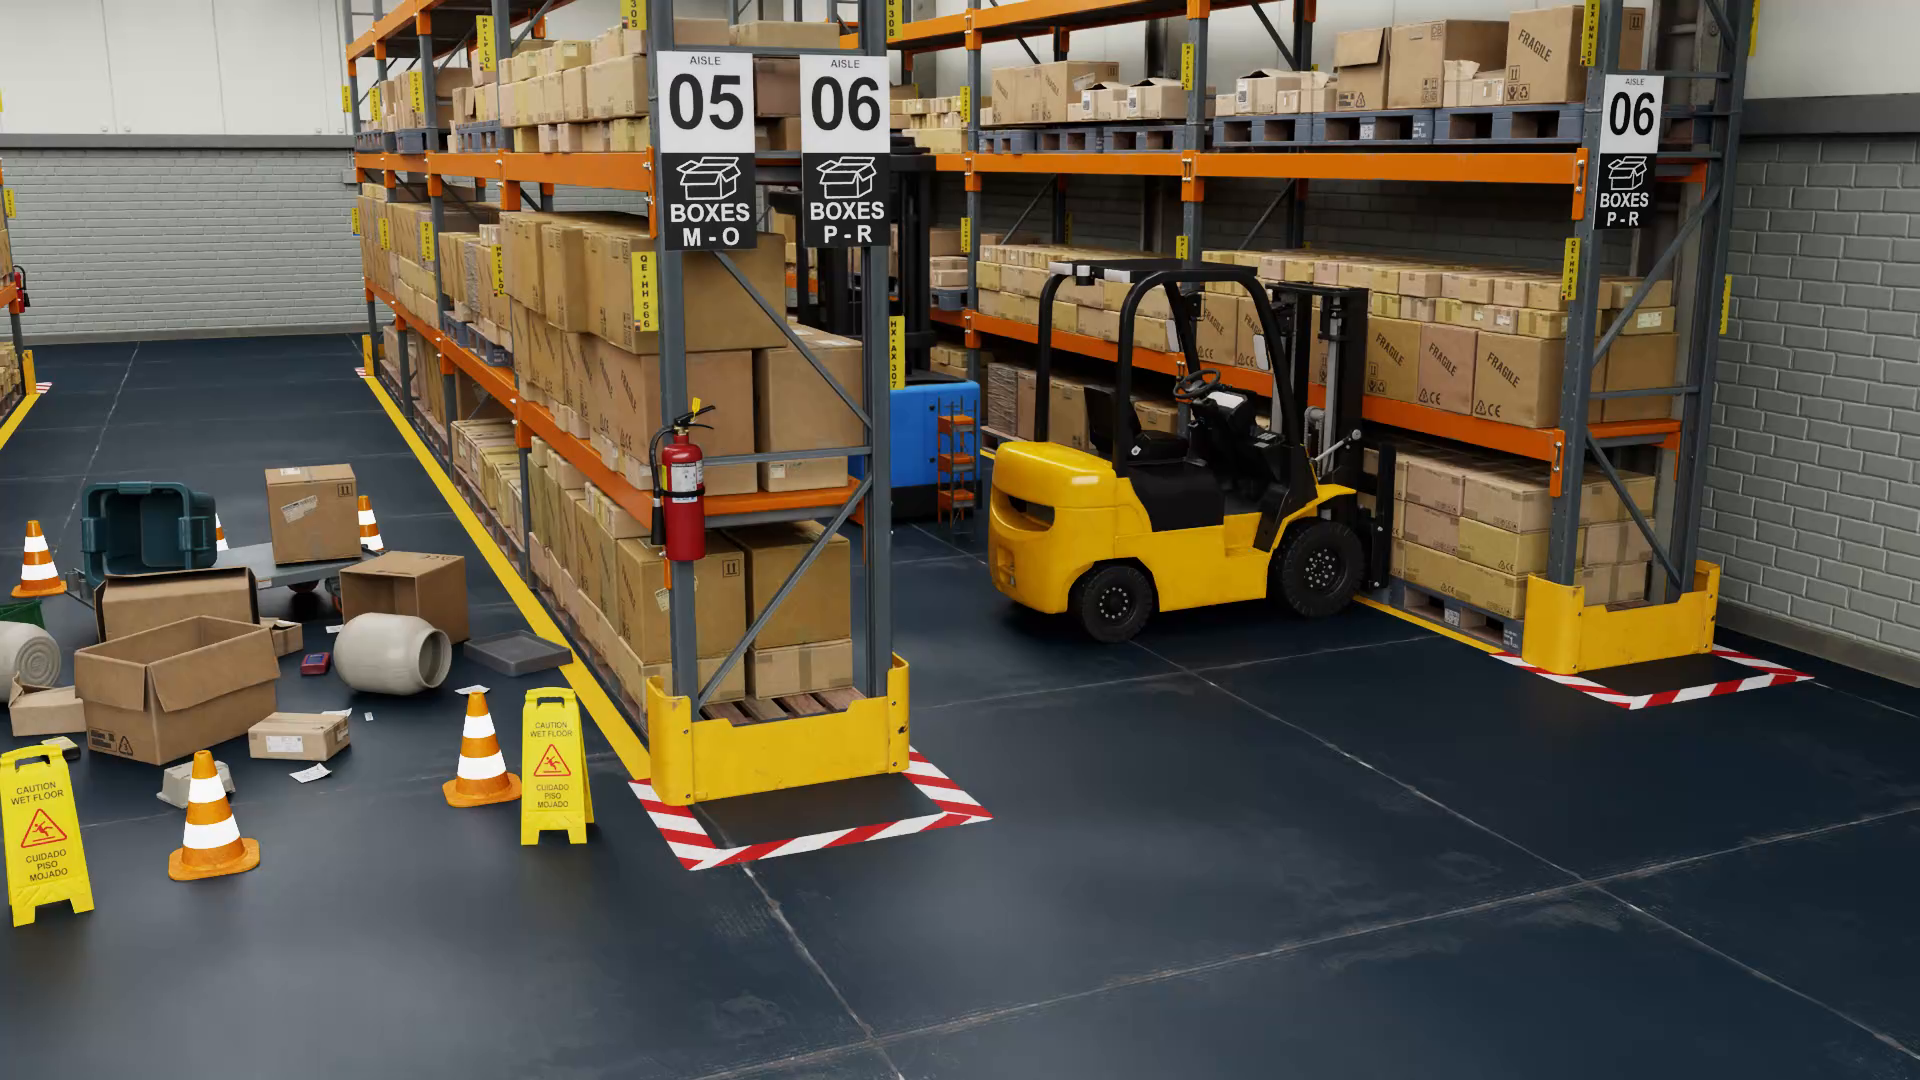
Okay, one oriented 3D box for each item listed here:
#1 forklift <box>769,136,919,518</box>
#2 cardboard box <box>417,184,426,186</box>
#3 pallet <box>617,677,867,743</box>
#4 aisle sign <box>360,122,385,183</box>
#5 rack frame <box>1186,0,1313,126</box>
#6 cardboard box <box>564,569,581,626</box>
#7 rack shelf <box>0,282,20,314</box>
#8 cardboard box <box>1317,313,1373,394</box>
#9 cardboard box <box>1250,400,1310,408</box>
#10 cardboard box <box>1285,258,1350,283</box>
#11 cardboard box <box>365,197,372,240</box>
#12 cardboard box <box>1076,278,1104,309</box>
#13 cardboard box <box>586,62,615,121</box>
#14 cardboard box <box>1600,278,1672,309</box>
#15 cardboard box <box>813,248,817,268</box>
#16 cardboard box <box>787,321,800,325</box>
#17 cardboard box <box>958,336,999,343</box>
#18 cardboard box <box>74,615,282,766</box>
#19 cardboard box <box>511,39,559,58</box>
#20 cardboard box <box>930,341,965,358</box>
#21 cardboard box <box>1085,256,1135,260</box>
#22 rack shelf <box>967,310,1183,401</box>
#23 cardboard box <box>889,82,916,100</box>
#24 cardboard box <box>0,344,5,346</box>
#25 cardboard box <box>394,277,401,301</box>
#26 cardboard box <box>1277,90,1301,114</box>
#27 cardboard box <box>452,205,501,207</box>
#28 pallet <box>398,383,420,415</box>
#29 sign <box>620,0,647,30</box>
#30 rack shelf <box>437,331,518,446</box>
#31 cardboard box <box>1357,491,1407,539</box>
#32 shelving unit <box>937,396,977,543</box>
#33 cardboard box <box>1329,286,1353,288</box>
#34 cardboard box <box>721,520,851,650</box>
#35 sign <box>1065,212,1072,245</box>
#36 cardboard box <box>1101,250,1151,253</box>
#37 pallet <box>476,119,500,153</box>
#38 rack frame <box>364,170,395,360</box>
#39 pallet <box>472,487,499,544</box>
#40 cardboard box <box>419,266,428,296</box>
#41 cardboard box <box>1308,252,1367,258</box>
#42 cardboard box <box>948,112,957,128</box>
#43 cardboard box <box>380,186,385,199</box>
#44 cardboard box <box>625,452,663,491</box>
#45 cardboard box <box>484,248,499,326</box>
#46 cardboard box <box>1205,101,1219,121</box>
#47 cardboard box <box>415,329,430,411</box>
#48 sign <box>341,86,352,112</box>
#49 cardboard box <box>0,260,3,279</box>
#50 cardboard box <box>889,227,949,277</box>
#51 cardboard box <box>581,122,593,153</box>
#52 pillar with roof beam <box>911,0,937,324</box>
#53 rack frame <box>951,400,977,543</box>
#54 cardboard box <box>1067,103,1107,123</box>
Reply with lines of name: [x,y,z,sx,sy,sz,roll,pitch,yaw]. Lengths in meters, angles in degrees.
forklift: [-0.915,-1.858,13.897,1.121,2.935,3.031,-6,14,-25]
cardboard box: [-6.310,-4.202,19.993,0.380,0.149,0.250,-5,14,-22]
pallet: [-1.113,0.813,8.389,1.003,0.211,1.213,-6,14,-23]
aisle sign: [-7.493,-4.920,21.208,0.394,0.787,0.004,-6,14,-23]
rack frame: [2.155,-4.557,12.102,1.000,3.000,0.127,-6,14,-23]
cardboard box: [-1.964,0.315,9.524,0.500,0.250,0.500,-6,14,-24]
rack shelf: [-10.893,-2.433,17.824,1.077,0.370,4.000,-6,14,-23]
cardboard box: [2.703,-1.251,10.902,0.500,0.500,0.500,-6,14,-23]
cardboard box: [2.529,-0.902,12.565,0.500,0.250,0.500,-5,14,-22]
cardboard box: [2.446,-1.840,11.347,0.380,0.149,0.250,-6,14,-24]
cardboard box: [-6.841,-3.864,19.972,0.500,0.500,0.500,-6,14,-23]
cardboard box: [1.311,-2.095,13.993,0.500,0.250,0.500,-5,14,-22]
cardboard box: [-1.430,-2.079,7.719,0.500,0.250,0.500,-6,14,-24]
cardboard box: [3.818,-1.406,9.473,0.380,0.149,0.250,-6,14,-24]
cardboard box: [-1.478,-3.442,20.263,0.500,0.250,0.500,-5,14,-22]
cardboard box: [-1.141,-0.887,8.669,0.500,0.500,0.500,-6,14,-24]
cardboard box: [0.201,-2.115,18.029,0.380,0.149,0.250,-6,14,-24]
cardboard box: [-3.813,0.723,8.129,0.637,0.503,0.797,6,14,26]
cardboard box: [-2.741,-3.130,10.881,0.500,0.250,0.500,-5,14,-22]
cardboard box: [-0.145,-2.013,17.590,0.380,0.149,0.250,-5,14,-21]
cardboard box: [1.275,-2.311,14.042,0.380,0.149,0.250,-5,14,-22]
rack shelf: [1.353,-1.697,14.645,1.077,0.370,4.000,-6,14,-23]
cardboard box: [-0.728,-5.117,19.002,0.396,0.266,0.258,-6,14,-23]
cardboard box: [-11.202,-2.158,19.115,0.380,0.149,0.250,-5,14,-22]
cardboard box: [-5.662,-2.650,17.501,0.500,0.250,0.500,-6,14,-24]
cardboard box: [2.364,-2.948,11.205,0.380,0.149,0.250,-5,14,-21]
cardboard box: [-4.788,-3.091,16.636,0.500,0.500,0.500,-5,14,-21]
pallet: [-5.830,-1.644,19.003,1.003,0.211,1.213,-6,14,-23]
sign: [-1.306,-2.205,6.631,0.100,0.325,0.005,-6,14,-23]
rack shelf: [-3.193,-1.248,12.705,1.077,0.370,4.000,-6,14,-23]
cardboard box: [2.858,-0.198,10.631,0.500,0.250,0.500,-6,14,-24]
shelving unit: [-0.021,-0.523,12.299,0.215,1.050,0.252,-6,14,-23]
cardboard box: [2.642,-1.588,10.919,0.380,0.149,0.250,-6,14,-24]
cardboard box: [-0.870,0.214,8.295,0.500,0.500,0.500,-6,14,-25]
sign: [1.059,-3.076,16.438,0.100,0.325,0.005,-6,14,-23]
cardboard box: [1.495,-2.524,14.963,0.380,0.149,0.250,-6,14,-24]
pallet: [-2.542,-2.692,11.114,1.213,0.211,1.003,-6,14,-23]
rack frame: [-7.196,-3.665,21.552,0.949,2.616,0.053,-6,14,-23]
pallet: [-3.198,-0.240,12.938,1.003,0.211,1.213,-6,14,-23]
cardboard box: [-4.630,-2.365,15.159,0.500,0.250,0.500,-6,14,-24]
cardboard box: [2.740,-1.996,12.022,0.380,0.149,0.250,-6,14,-23]
cardboard box: [0.104,-4.150,16.445,0.380,0.149,0.250,-6,14,-24]
cardboard box: [-6.360,-3.941,18.866,0.380,0.149,0.250,-6,14,-23]
cardboard box: [-1.339,-0.337,7.729,0.380,0.149,0.250,-6,14,-24]
cardboard box: [-2.987,-1.760,11.511,0.500,0.500,0.500,-6,14,-23]
cardboard box: [1.994,-3.420,13.244,0.380,0.149,0.250,-6,14,-23]
cardboard box: [-5.275,-1.887,17.650,0.875,0.875,0.875,-5,14,-21]
sign: [-7.710,-5.541,20.893,0.100,0.325,0.005,-6,14,-23]
cardboard box: [-10.865,-3.110,18.272,0.500,0.500,0.500,-6,14,-23]
cardboard box: [-0.539,-3.151,18.179,0.700,0.500,0.500,-6,14,-23]
cardboard box: [-1.676,-2.013,8.321,0.380,0.149,0.250,-6,14,-25]
pillar with roof beam: [-4.448,-6.046,18.537,9.100,9.000,0.400,-6,14,-23]
rack frame: [0.027,-0.497,12.190,0.200,1.050,0.008,-6,14,-23]
cardboard box: [1.127,-3.586,13.962,0.380,0.149,0.250,-6,14,-24]
